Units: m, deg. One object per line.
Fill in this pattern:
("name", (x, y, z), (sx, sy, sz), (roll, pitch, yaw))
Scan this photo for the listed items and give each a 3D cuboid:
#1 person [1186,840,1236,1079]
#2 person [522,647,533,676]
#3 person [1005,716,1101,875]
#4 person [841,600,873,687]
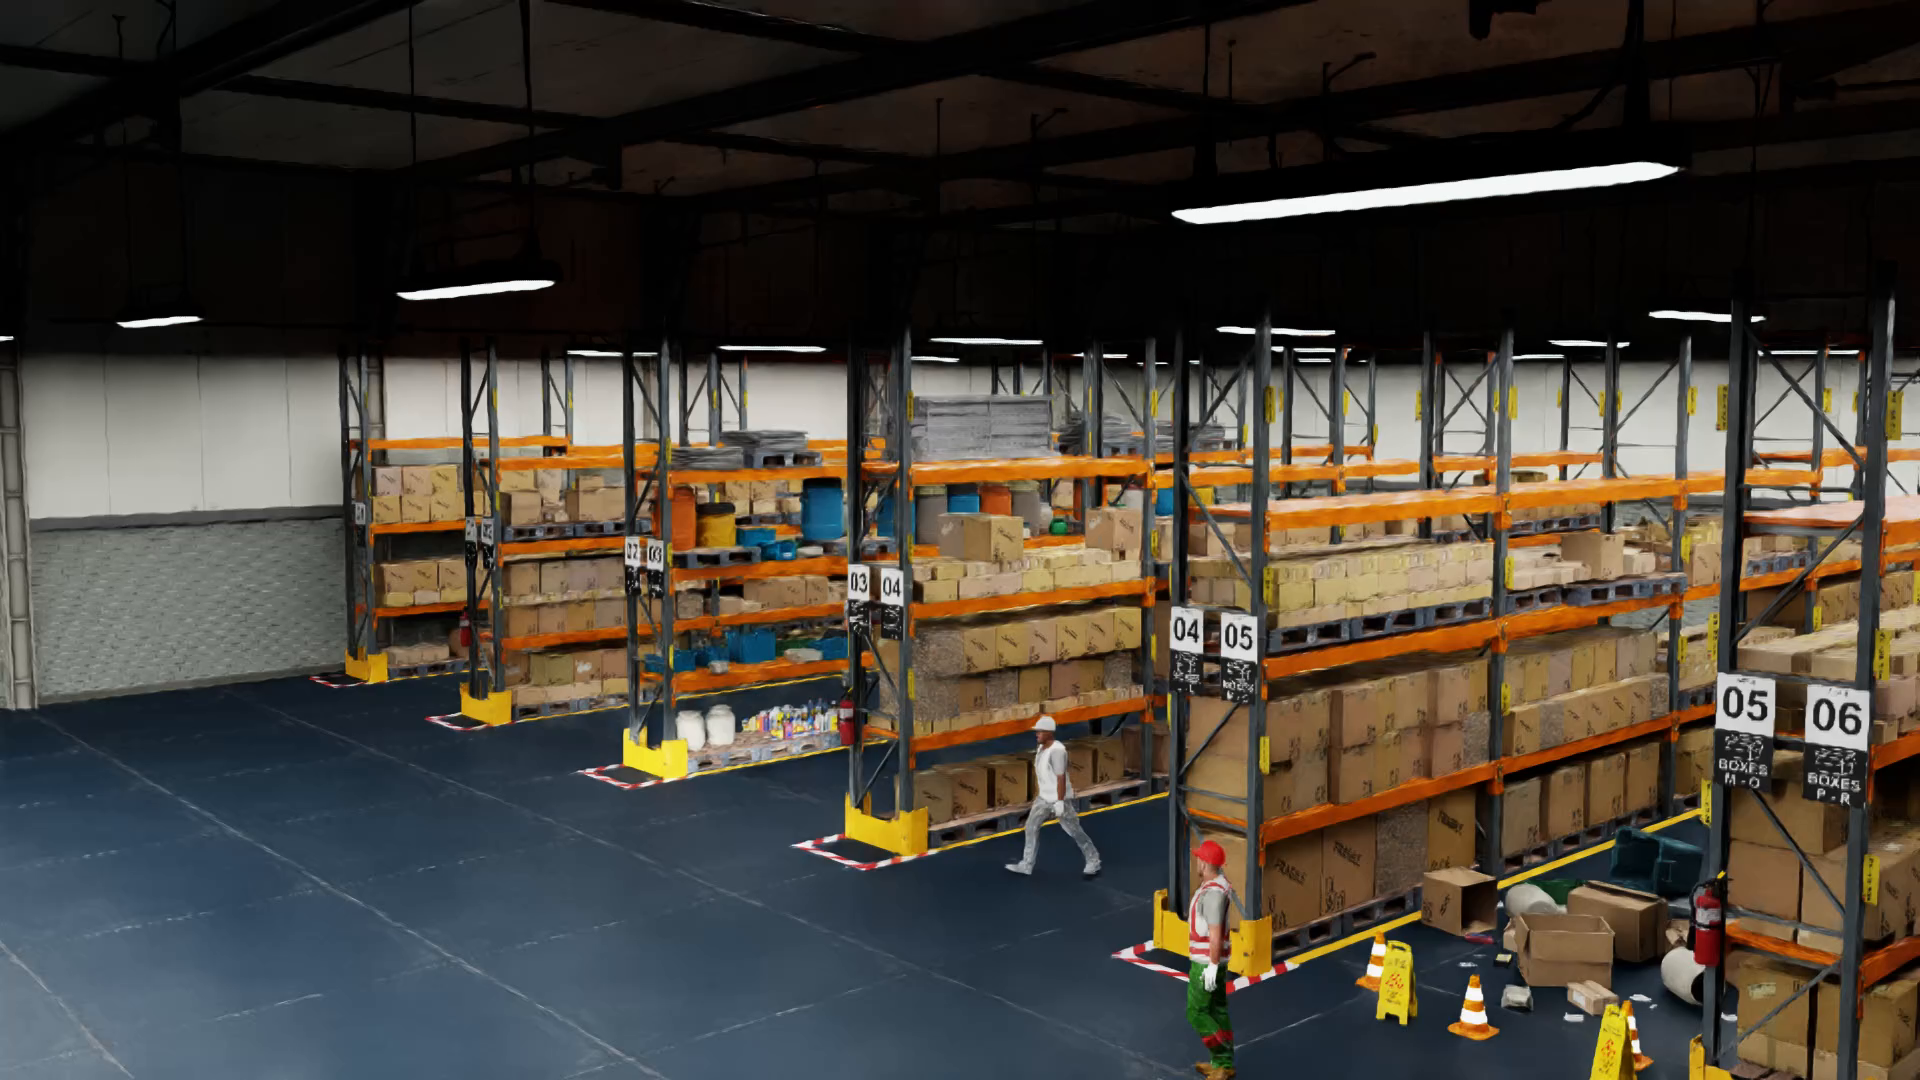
("person", (1.902, 3.149, 12.465), (0.376, 1.782, 0.618), (1, 5, 15))
("person", (-7.859, 1.656, 30.136), (0.638, 1.615, 0.774), (3, 6, 28))
("person", (1.007, 2.727, 17.701), (0.984, 1.736, 0.608), (-2, 5, -20))
("person", (-1.805, 1.652, 29.050), (0.468, 1.794, 0.625), (2, 6, 23))
